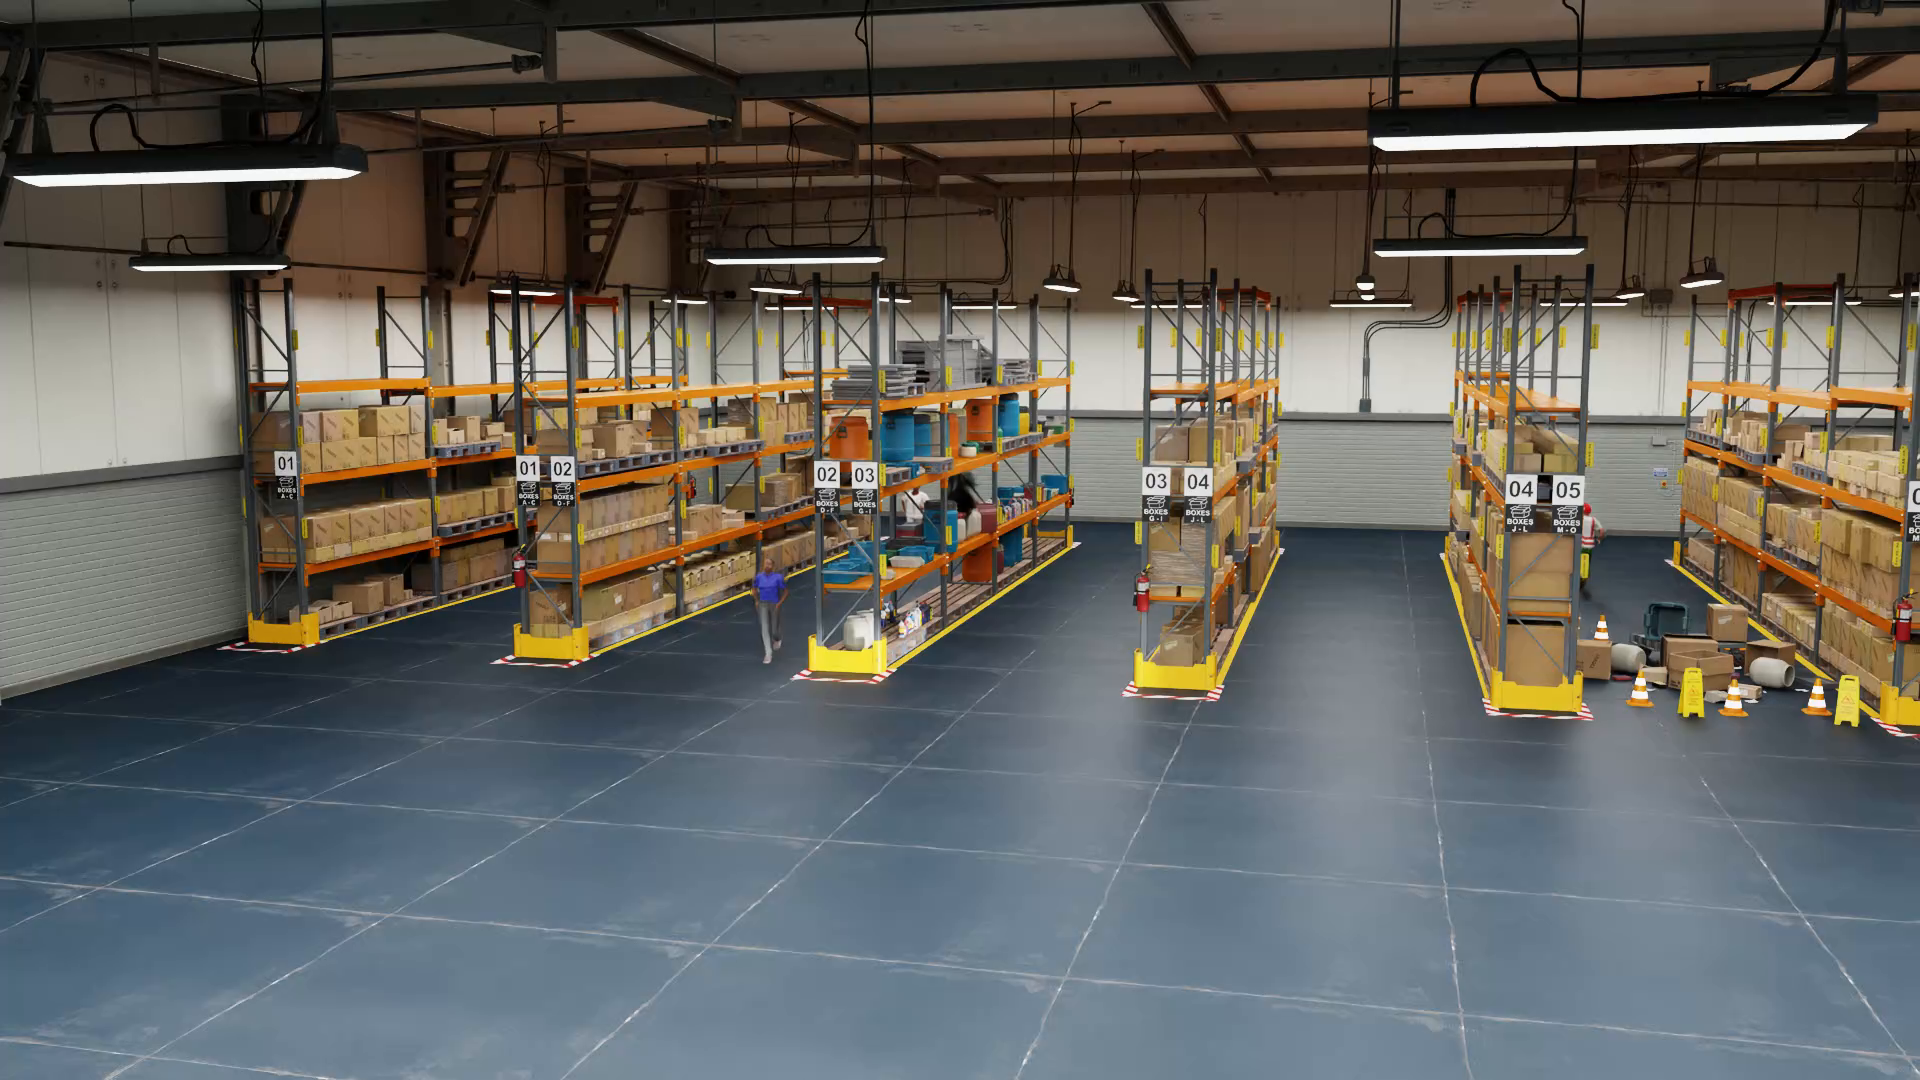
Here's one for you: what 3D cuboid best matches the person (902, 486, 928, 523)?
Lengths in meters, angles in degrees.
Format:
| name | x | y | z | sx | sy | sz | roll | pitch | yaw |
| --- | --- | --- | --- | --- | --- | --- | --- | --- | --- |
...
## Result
| name | x | y | z | sx | sy | sz | roll | pitch | yaw |
| --- | --- | --- | --- | --- | --- | --- | --- | --- | --- |
| person | -1.046 | -0.493 | 38.638 | 0.672 | 1.824 | 0.766 | 1 | 7 | 4 |

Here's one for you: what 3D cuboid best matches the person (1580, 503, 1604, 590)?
| name | x | y | z | sx | sy | sz | roll | pitch | yaw |
| --- | --- | --- | --- | --- | --- | --- | --- | --- | --- |
| person | 12.446 | 0.145 | 33.174 | 0.668 | 1.767 | 0.939 | 1 | 7 | 7 |

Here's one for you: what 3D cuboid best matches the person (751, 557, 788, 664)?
| name | x | y | z | sx | sy | sz | roll | pitch | yaw |
| --- | --- | --- | --- | --- | --- | --- | --- | --- | --- |
| person | -2.990 | 1.080 | 26.161 | 0.593 | 1.639 | 0.763 | 0 | 7 | 2 |
